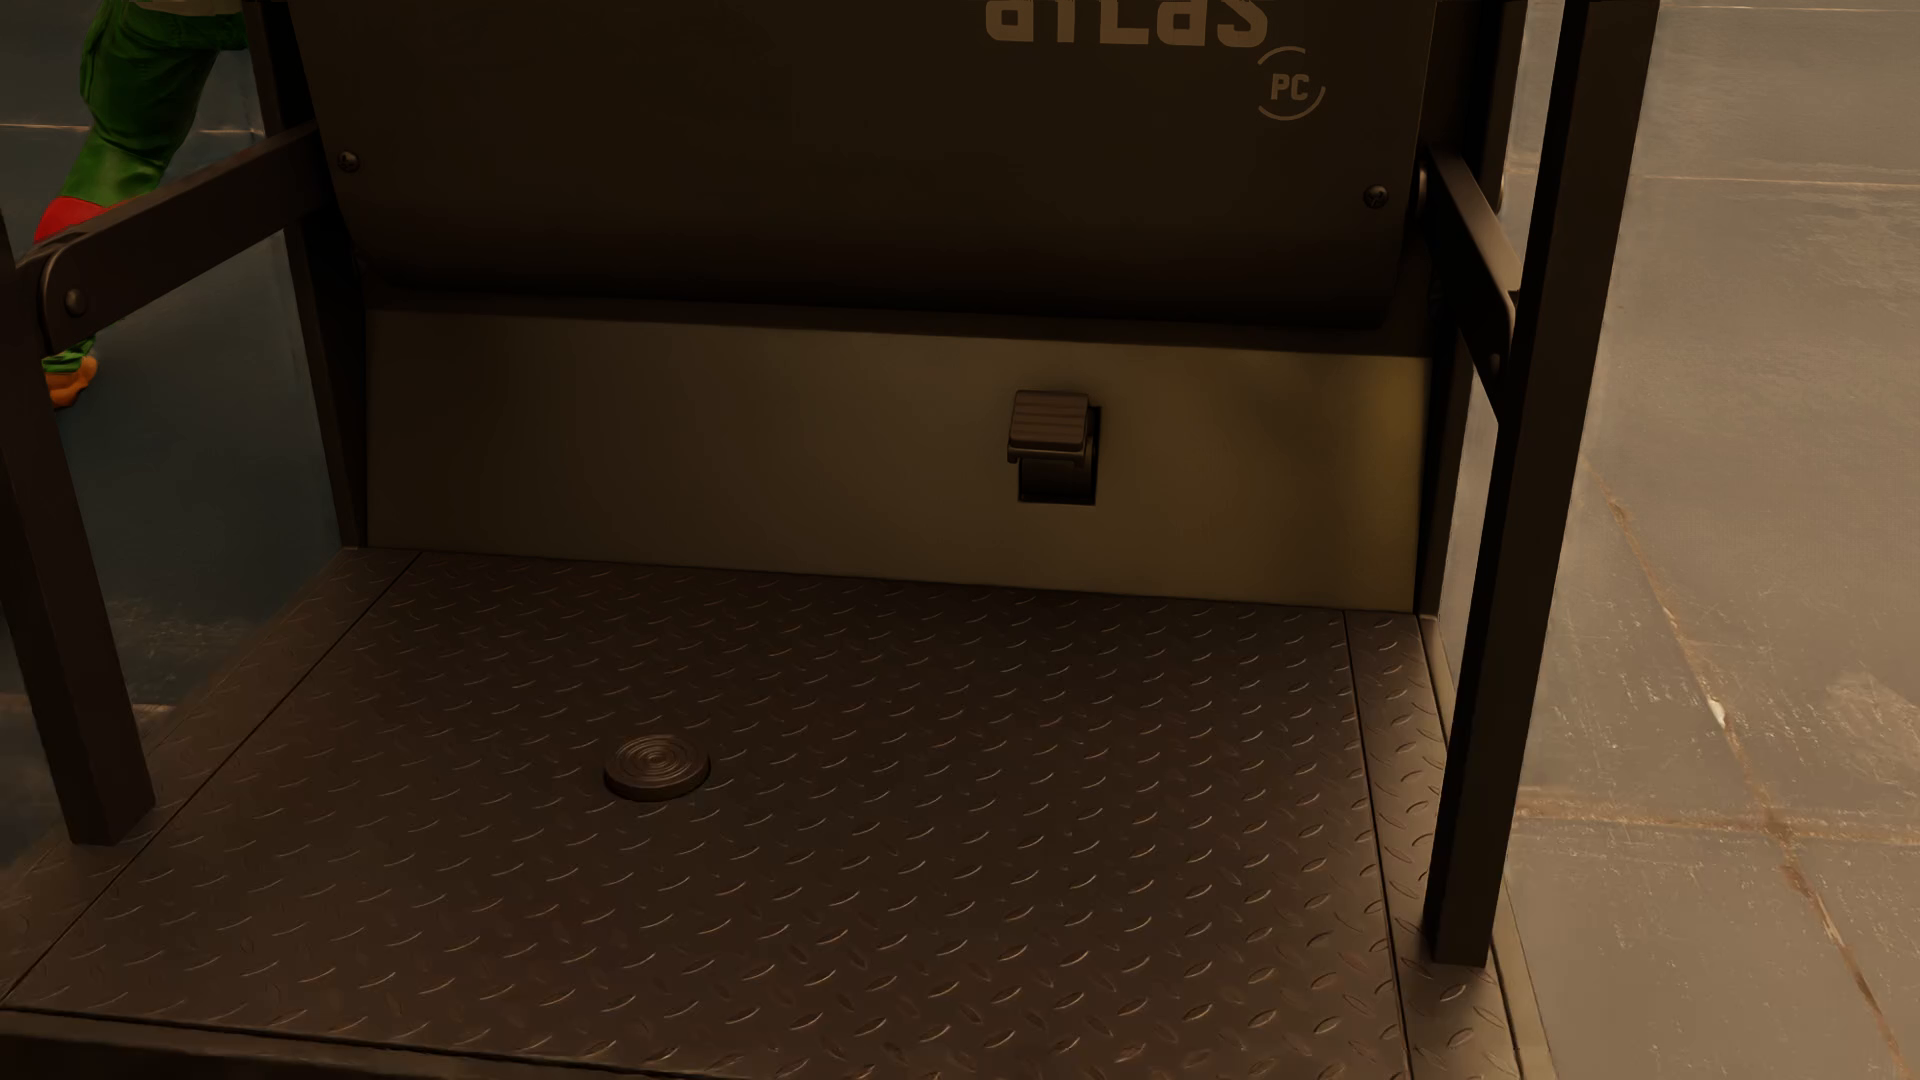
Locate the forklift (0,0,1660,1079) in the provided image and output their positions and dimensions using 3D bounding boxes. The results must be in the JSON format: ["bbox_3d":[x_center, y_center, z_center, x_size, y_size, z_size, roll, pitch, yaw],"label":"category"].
[{"bbox_3d":[-0.116,-0.861,0.943,1.130,2.935,3.031,3,27,7],"label":"forklift"}]

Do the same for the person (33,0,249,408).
[{"bbox_3d":[-1.276,-1.052,2.840,1.009,1.636,0.833,11,29,21],"label":"person"}]
